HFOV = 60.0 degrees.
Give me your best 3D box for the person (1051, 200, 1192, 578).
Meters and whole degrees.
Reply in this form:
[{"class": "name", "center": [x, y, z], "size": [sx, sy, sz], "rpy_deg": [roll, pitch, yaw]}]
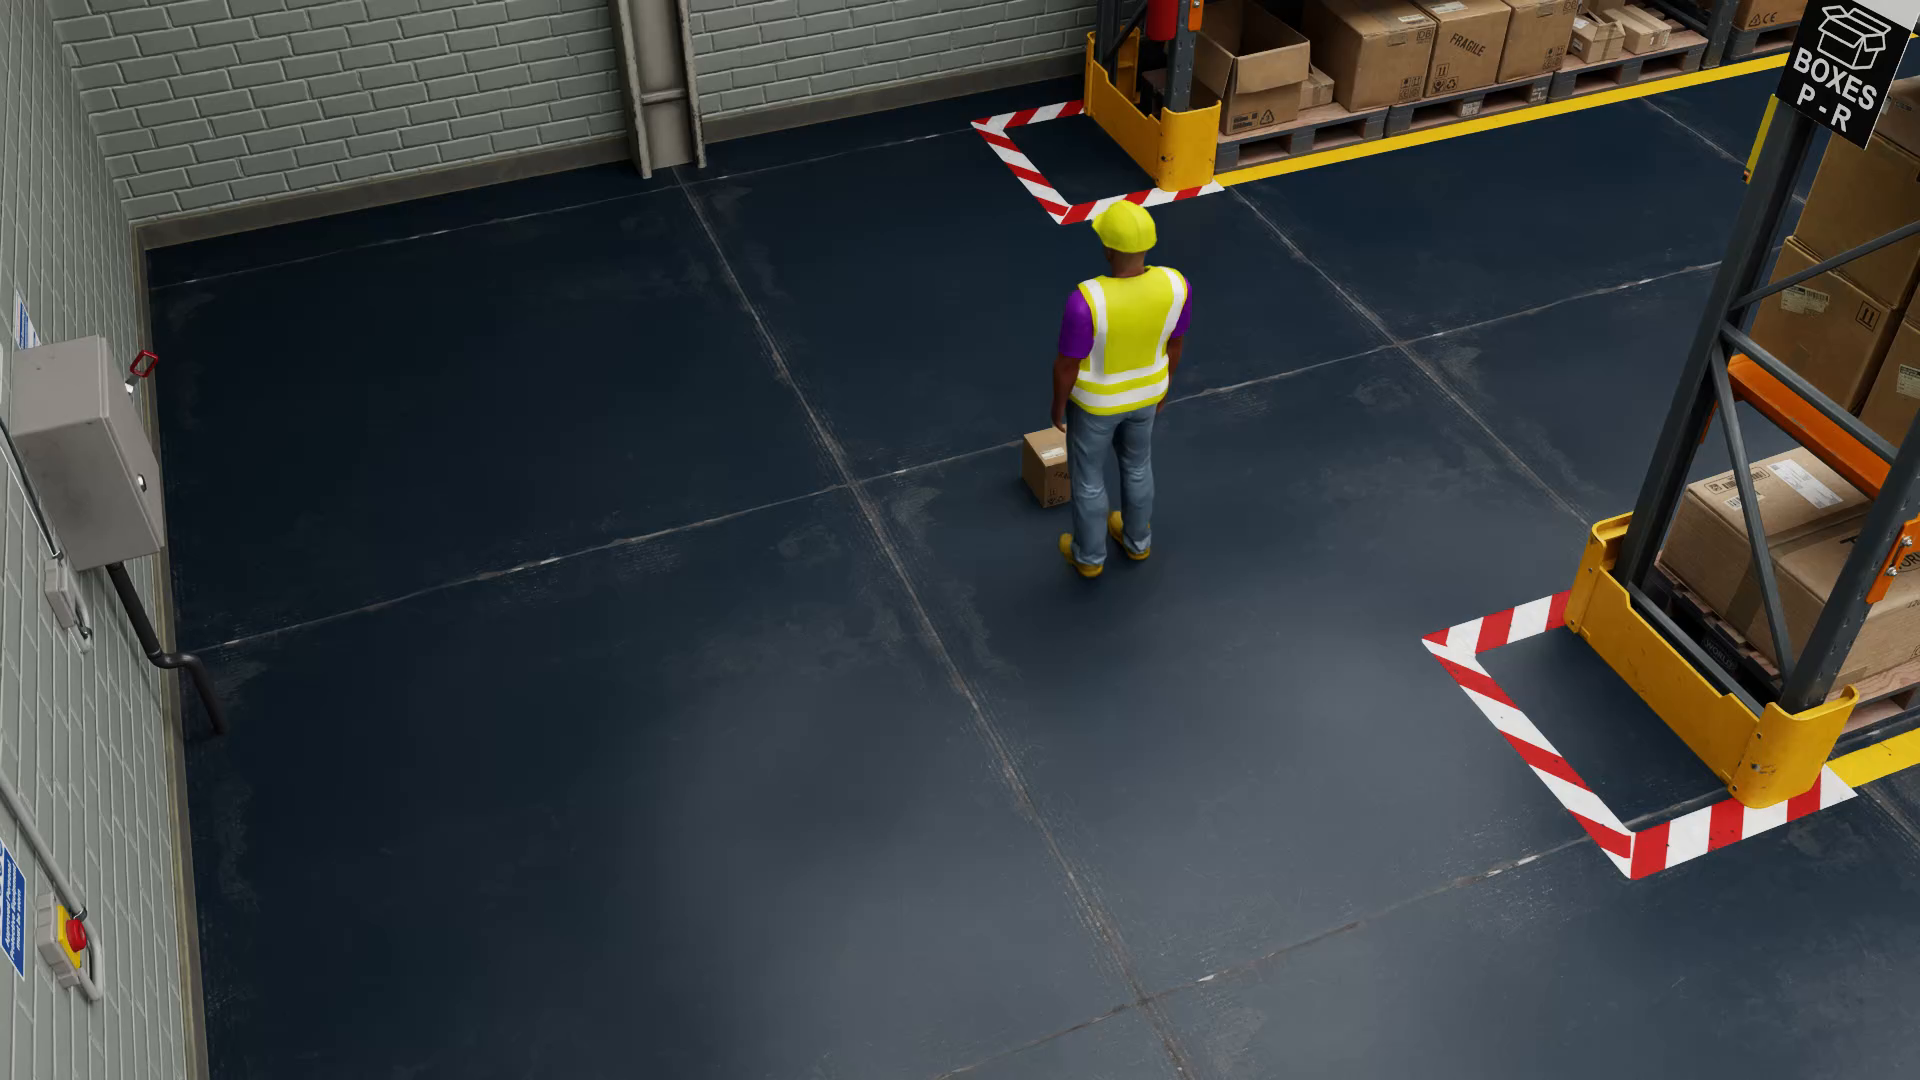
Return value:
[{"class": "person", "center": [0.630, -0.601, 6.837], "size": [0.563, 1.777, 0.362], "rpy_deg": [-14, 43, -16]}]
